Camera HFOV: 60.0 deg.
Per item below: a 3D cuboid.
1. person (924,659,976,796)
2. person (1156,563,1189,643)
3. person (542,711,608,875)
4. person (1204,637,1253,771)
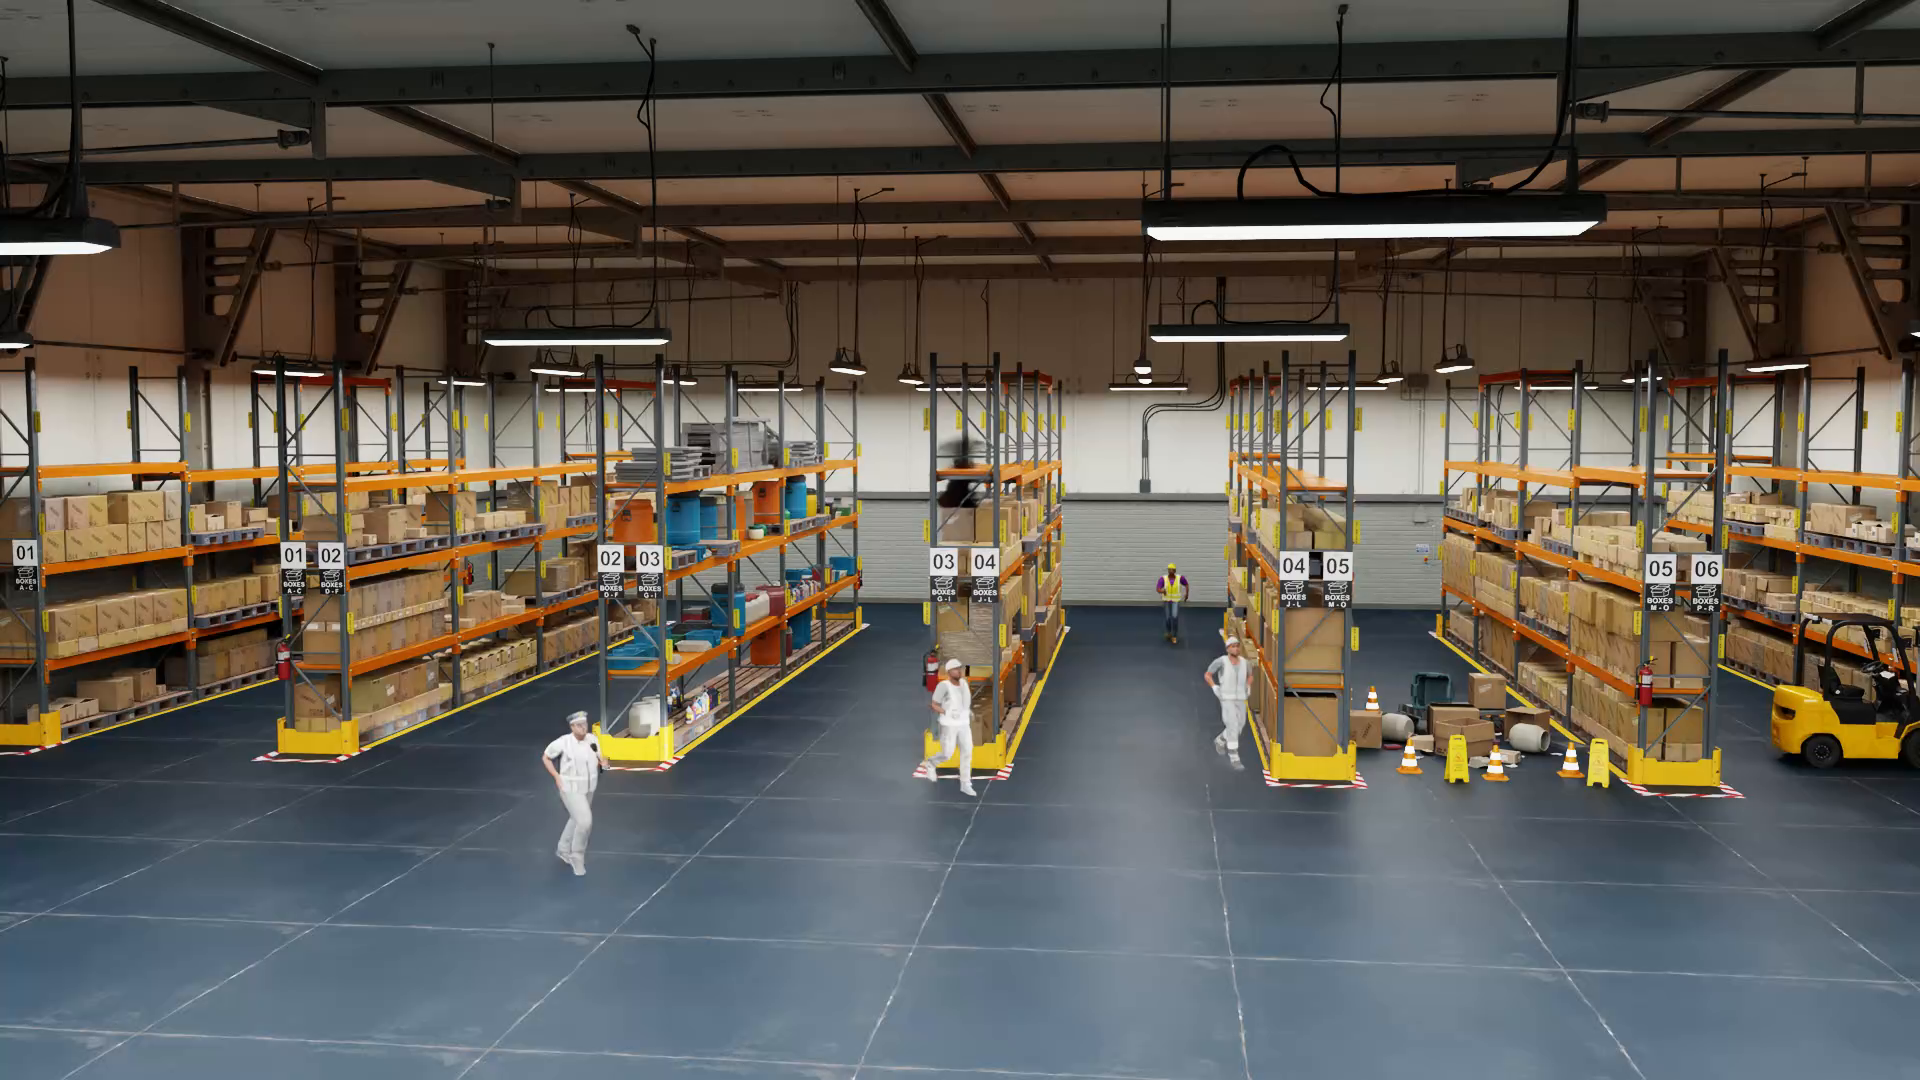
[{"bbox_3d":[-0.079,2.475,22.179,0.711,1.775,0.983,-3,5,-40],"label":"person"},{"bbox_3d":[4.848,1.452,38.014,0.722,1.849,0.764,1,4,11],"label":"person"},{"bbox_3d":[-4.257,2.824,18.627,0.777,1.860,0.624,3,5,35],"label":"person"},{"bbox_3d":[3.749,2.230,22.960,0.711,1.796,0.806,-1,4,-16],"label":"person"}]
